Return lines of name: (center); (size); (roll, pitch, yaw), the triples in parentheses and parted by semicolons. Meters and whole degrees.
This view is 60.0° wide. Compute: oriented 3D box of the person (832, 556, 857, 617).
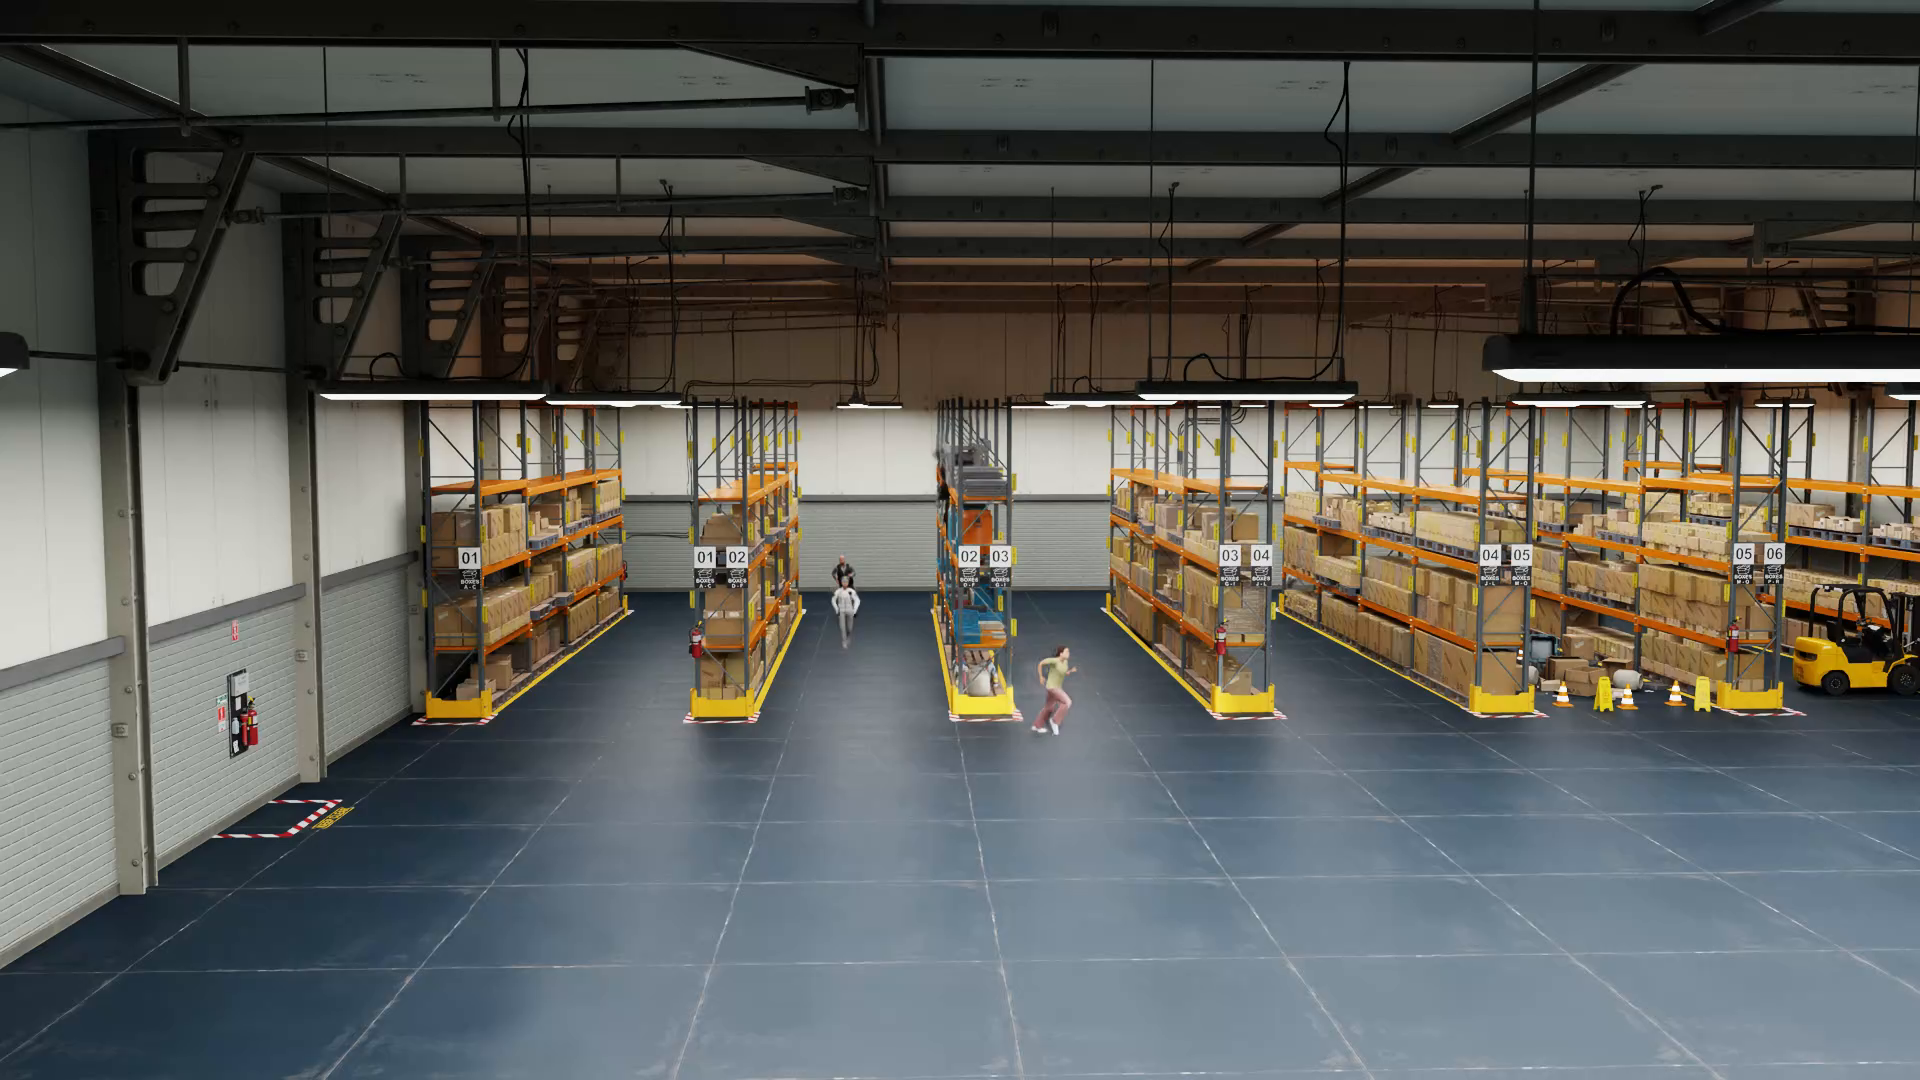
person: (-3.228, 1.284, 46.540); (0.667, 1.699, 0.930); (-1, 5, -13)

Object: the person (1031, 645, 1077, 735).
person: (1.651, 2.630, 29.324); (0.851, 1.591, 0.535); (2, 5, 26)

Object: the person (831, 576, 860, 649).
person: (-2.632, 1.648, 38.198); (0.662, 1.658, 0.582); (-1, 4, -7)

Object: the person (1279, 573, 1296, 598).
person: (9.711, 1.118, 49.117); (0.562, 1.656, 0.668); (3, 5, 34)
